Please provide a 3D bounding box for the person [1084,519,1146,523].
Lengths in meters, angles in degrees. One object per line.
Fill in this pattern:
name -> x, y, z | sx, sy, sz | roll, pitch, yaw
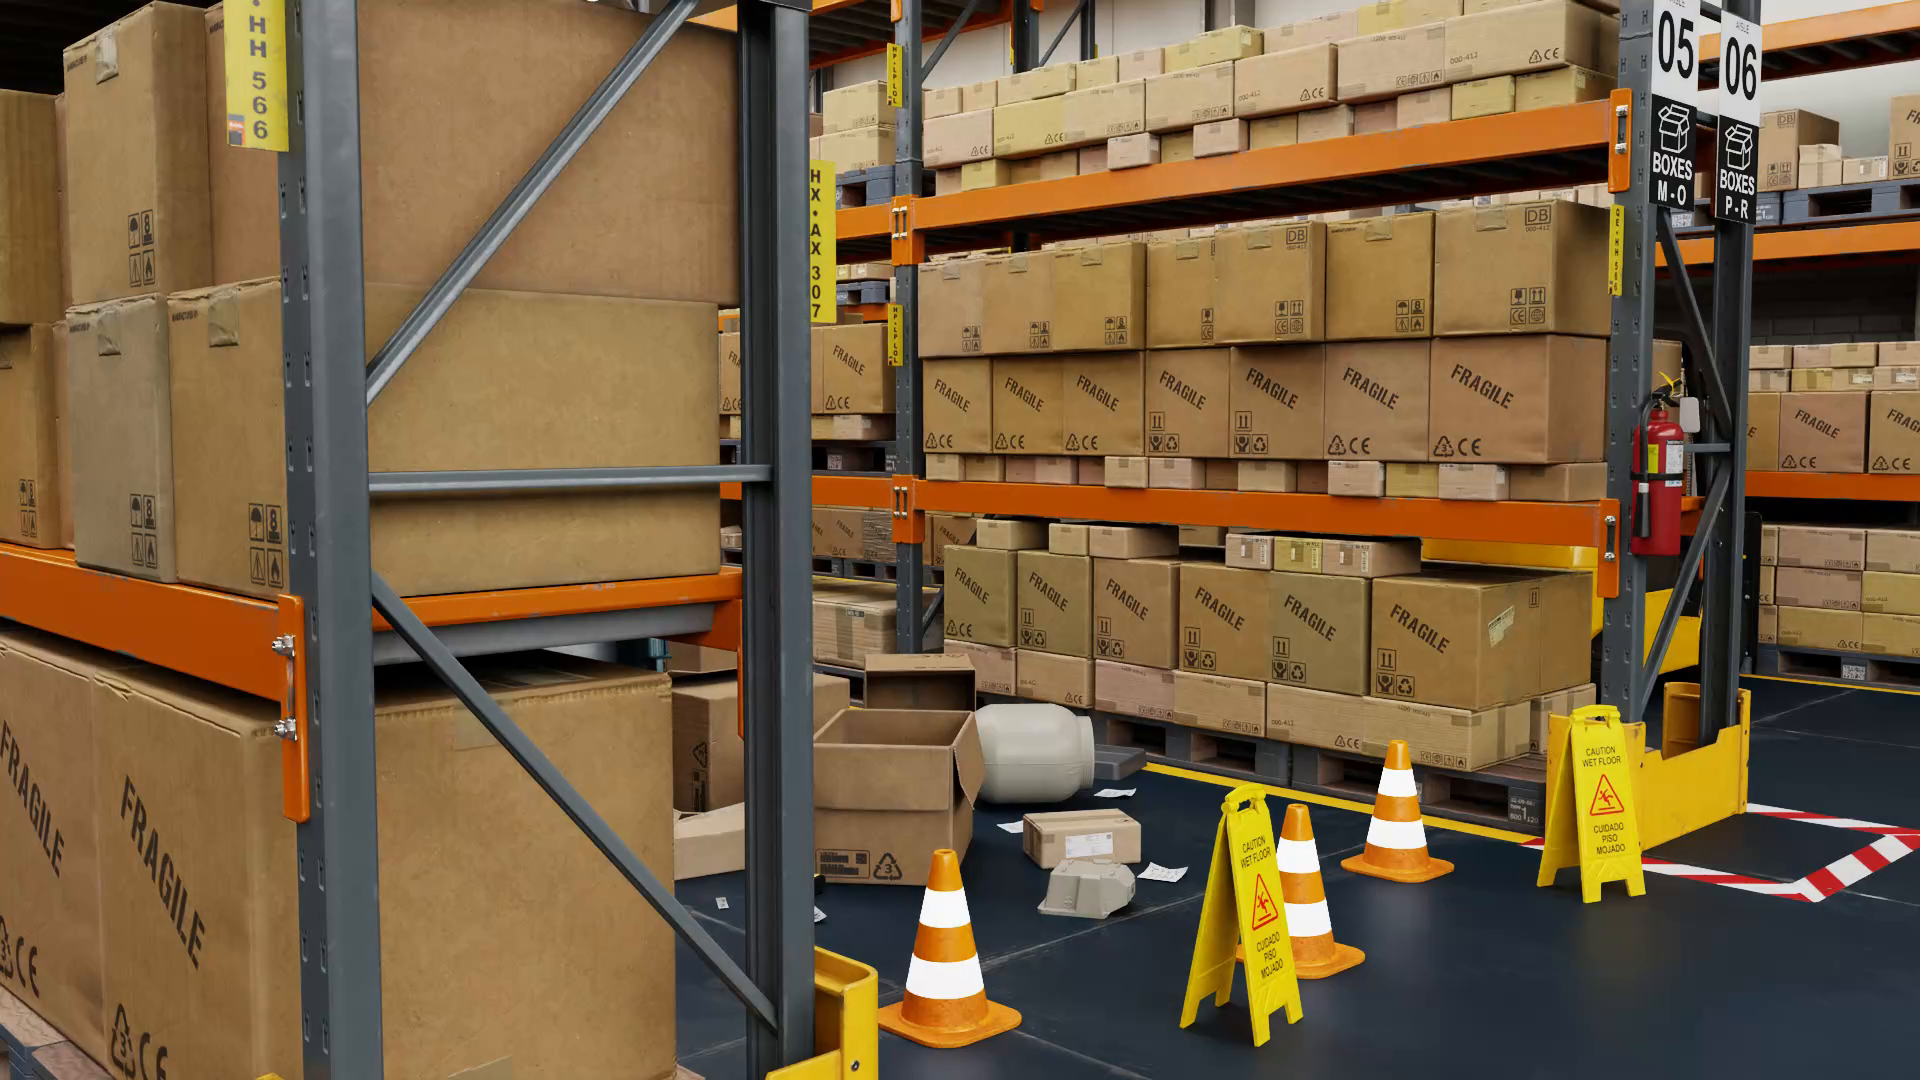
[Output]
person -> 1.080, 0.096, 11.708 | 0.634, 1.391, 0.491 | -4, 6, -44
